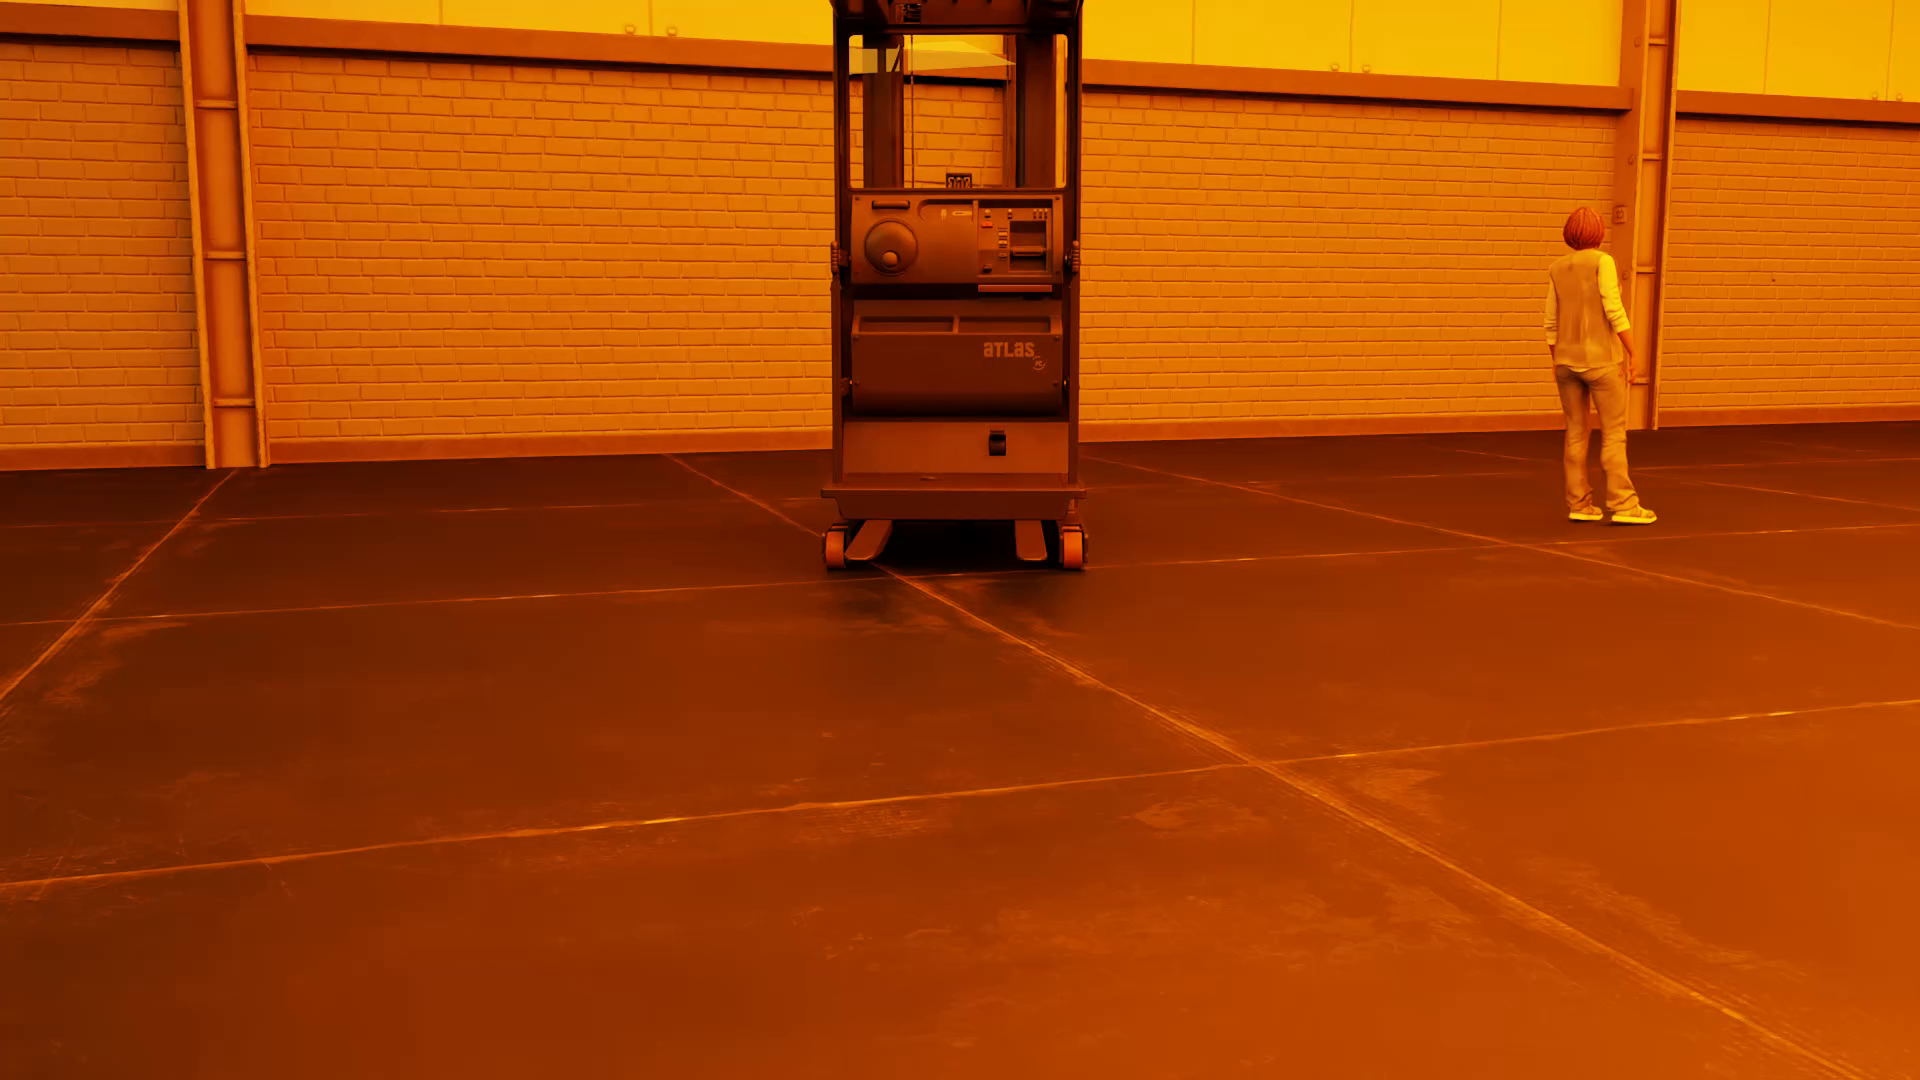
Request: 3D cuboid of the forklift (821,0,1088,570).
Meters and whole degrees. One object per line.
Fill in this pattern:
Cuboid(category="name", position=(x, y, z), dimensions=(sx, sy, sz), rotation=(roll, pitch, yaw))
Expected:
Cuboid(category="forklift", position=(-0.016, -1.368, 7.104), dimensions=(1.130, 2.935, 3.031), rotation=(0, 8, 1))

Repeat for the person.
Cuboid(category="person", position=(3.268, -0.890, 8.512), dimensions=(0.461, 1.603, 0.509), rotation=(-5, 9, -32))
